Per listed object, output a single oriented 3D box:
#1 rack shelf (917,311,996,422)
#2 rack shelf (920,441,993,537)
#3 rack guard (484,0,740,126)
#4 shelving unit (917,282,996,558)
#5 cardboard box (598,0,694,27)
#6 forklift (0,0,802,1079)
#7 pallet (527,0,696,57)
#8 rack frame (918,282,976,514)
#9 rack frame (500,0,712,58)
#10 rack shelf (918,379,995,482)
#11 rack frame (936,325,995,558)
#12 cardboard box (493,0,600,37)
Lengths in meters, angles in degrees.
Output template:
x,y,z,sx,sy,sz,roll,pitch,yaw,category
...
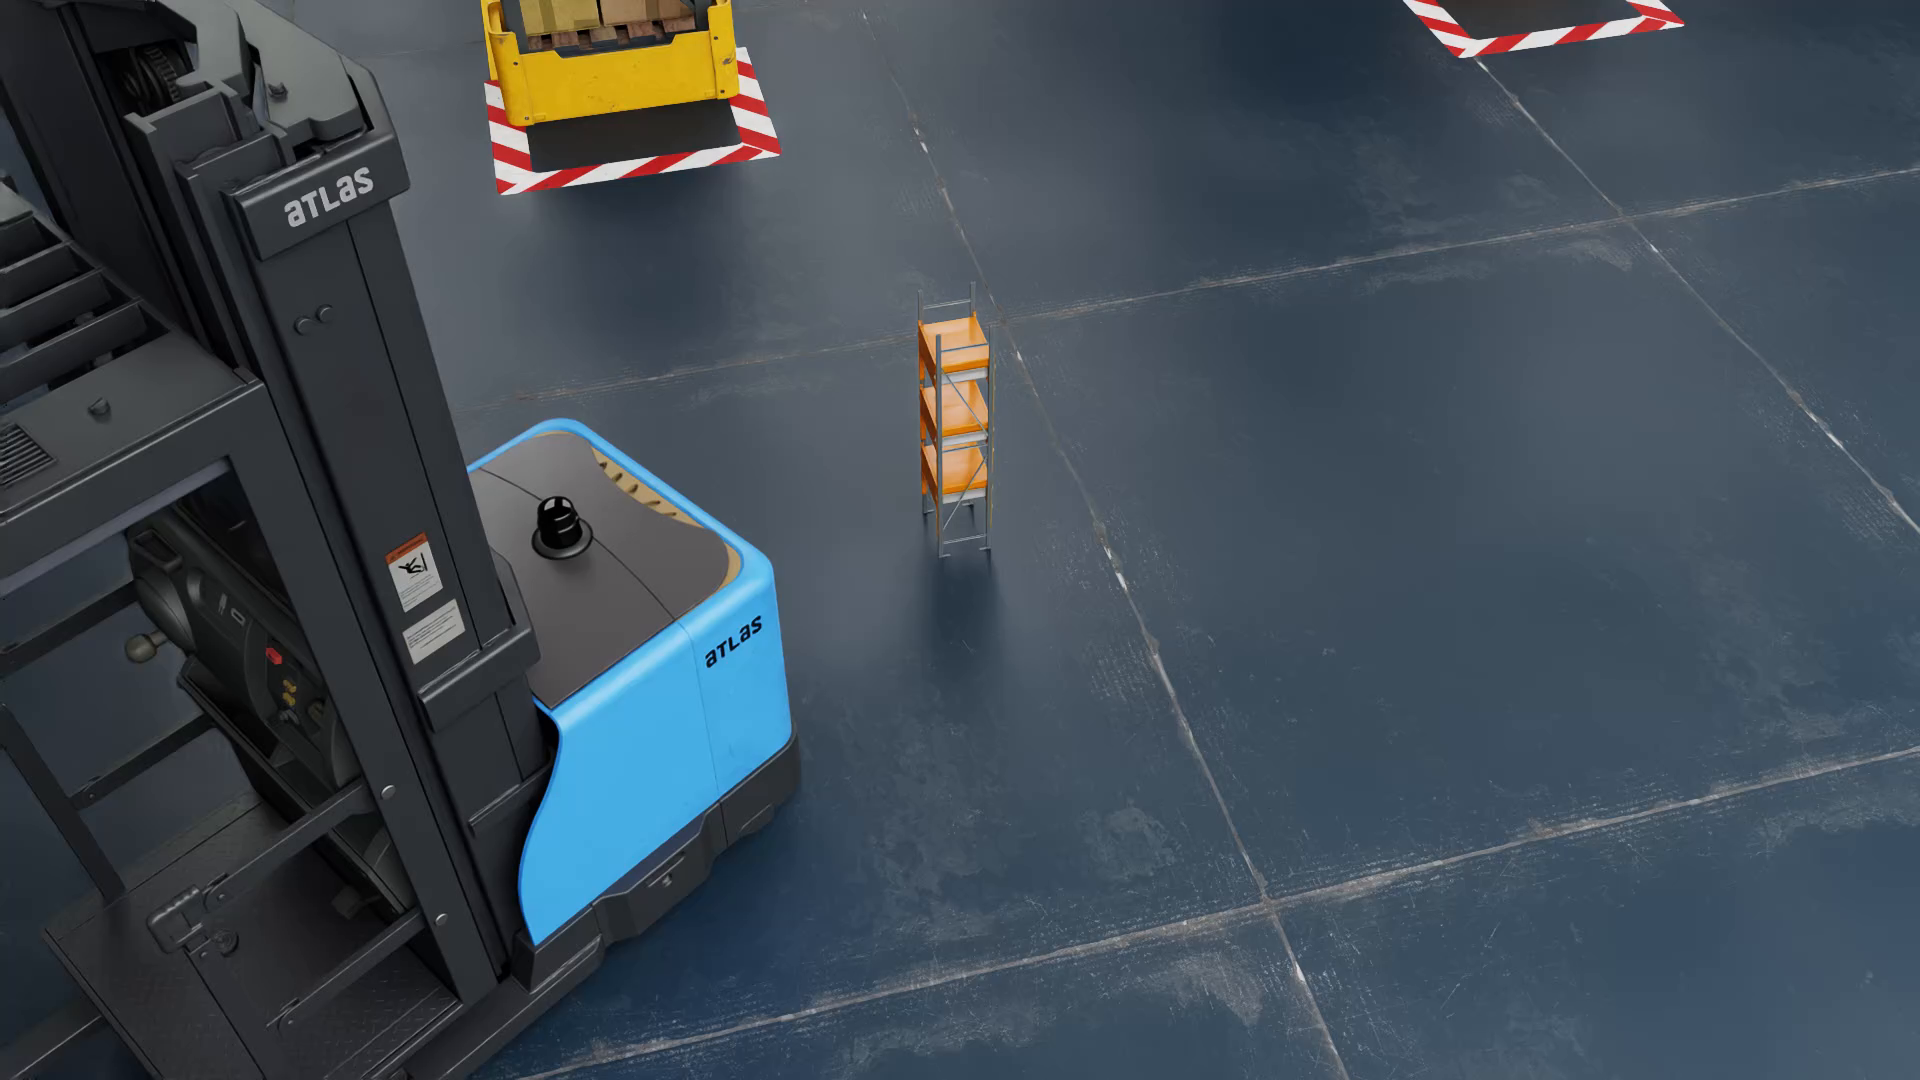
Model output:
x,y,z,sx,sy,sz,roll,pitch,yaw,category
-0.014,-0.596,5.716,0.215,0.259,0.240,-11,47,-10,rack shelf
-0.014,-0.202,6.117,0.215,0.259,0.240,-11,47,-10,rack shelf
-1.719,-2.446,8.297,1.175,0.500,0.348,-11,47,-10,rack guard
-0.014,-0.404,5.911,0.215,1.050,0.252,-11,47,-10,shelving unit
-1.648,-2.933,8.655,0.500,0.250,0.500,-11,47,-10,cardboard box
-1.881,0.330,3.875,1.130,2.935,3.031,33,54,28,forklift
-1.962,-2.882,8.926,1.003,0.211,1.213,-11,47,-10,pallet
-0.045,-0.489,5.994,0.200,1.050,0.008,-11,47,-10,rack frame
-1.725,-3.338,7.421,1.000,3.000,0.127,-11,47,-10,rack frame
-0.014,-0.397,5.919,0.215,0.259,0.240,-11,47,-10,rack shelf
0.018,-0.320,5.829,0.200,1.050,0.008,-11,47,-10,rack frame
-2.148,-2.838,8.563,0.500,0.250,0.500,-11,47,-10,cardboard box
